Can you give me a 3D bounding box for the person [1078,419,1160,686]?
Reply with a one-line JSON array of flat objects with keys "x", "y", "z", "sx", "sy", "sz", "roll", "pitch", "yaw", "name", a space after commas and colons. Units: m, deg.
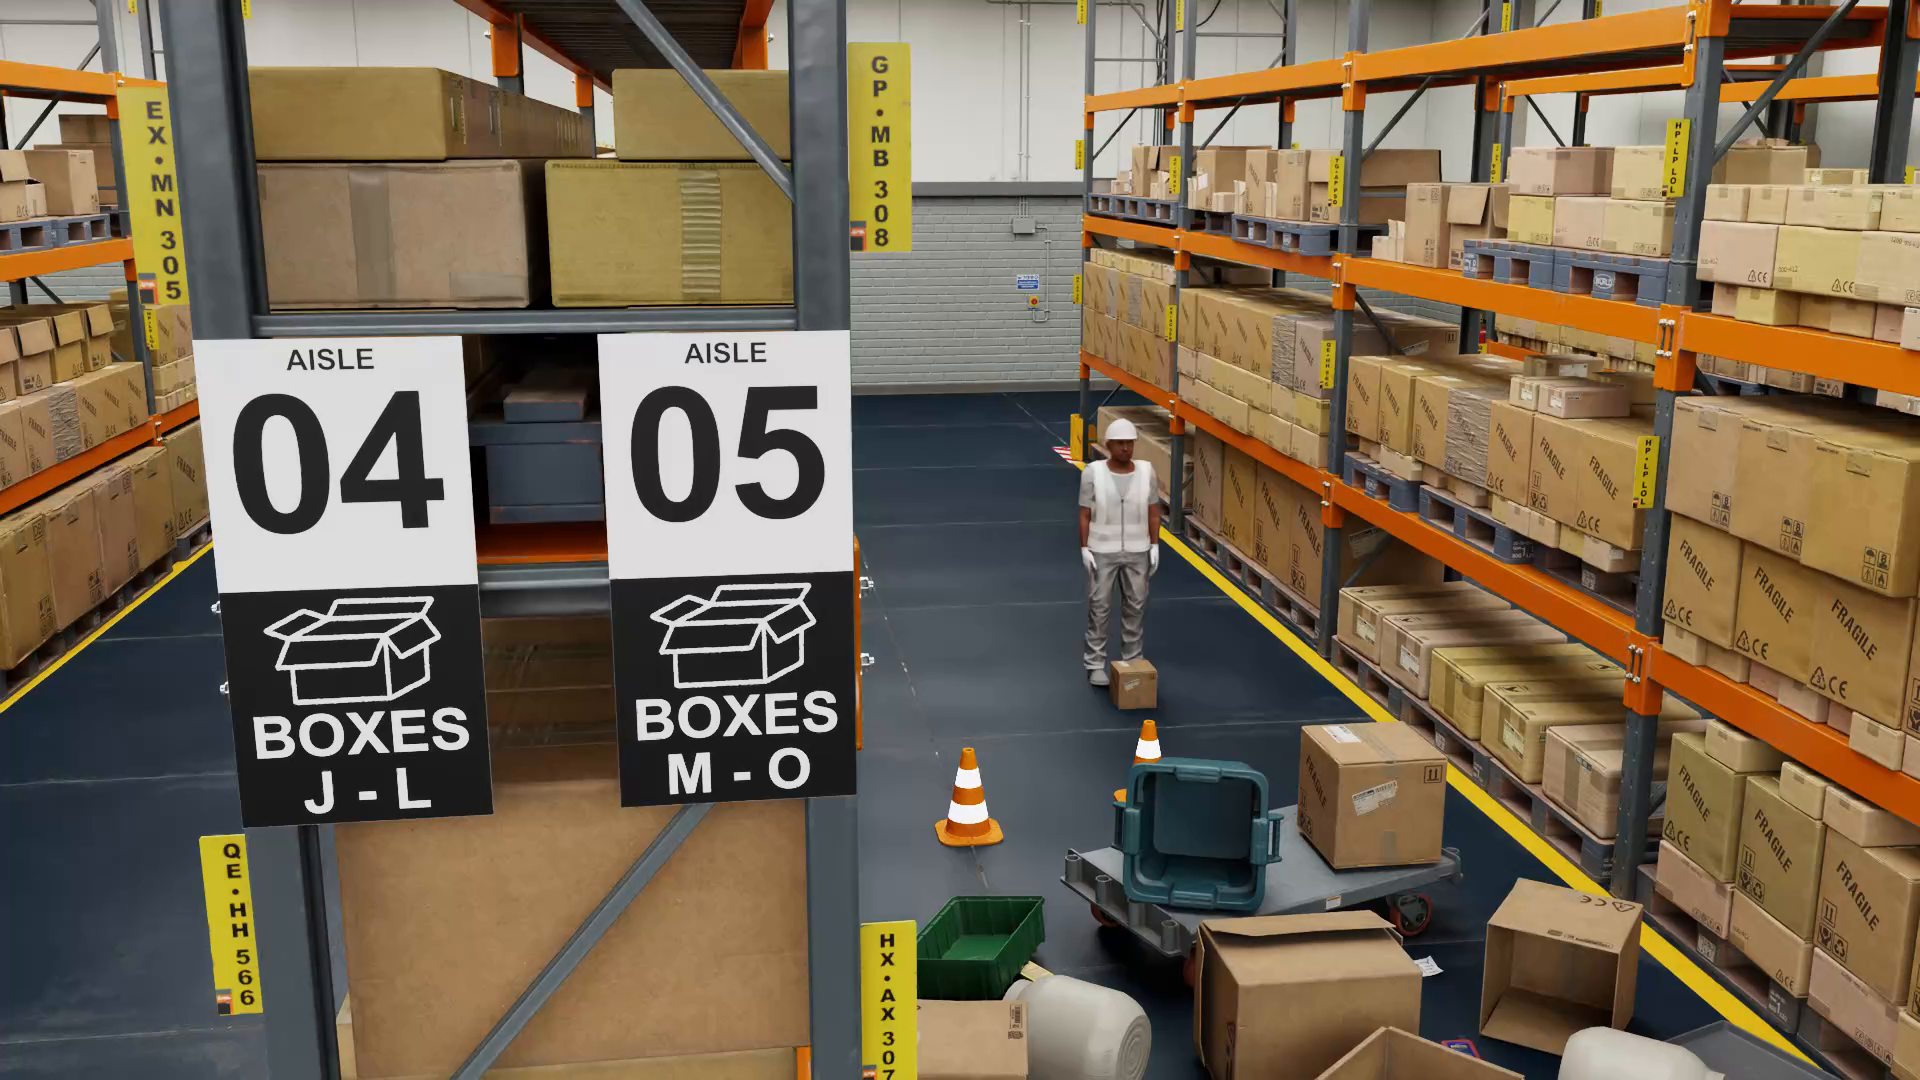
[{"x": 1.064, "y": 0.082, "z": 11.086, "sx": 0.549, "sy": 1.787, "sz": 0.361, "roll": -2, "pitch": 13, "yaw": -7, "name": "person"}]
